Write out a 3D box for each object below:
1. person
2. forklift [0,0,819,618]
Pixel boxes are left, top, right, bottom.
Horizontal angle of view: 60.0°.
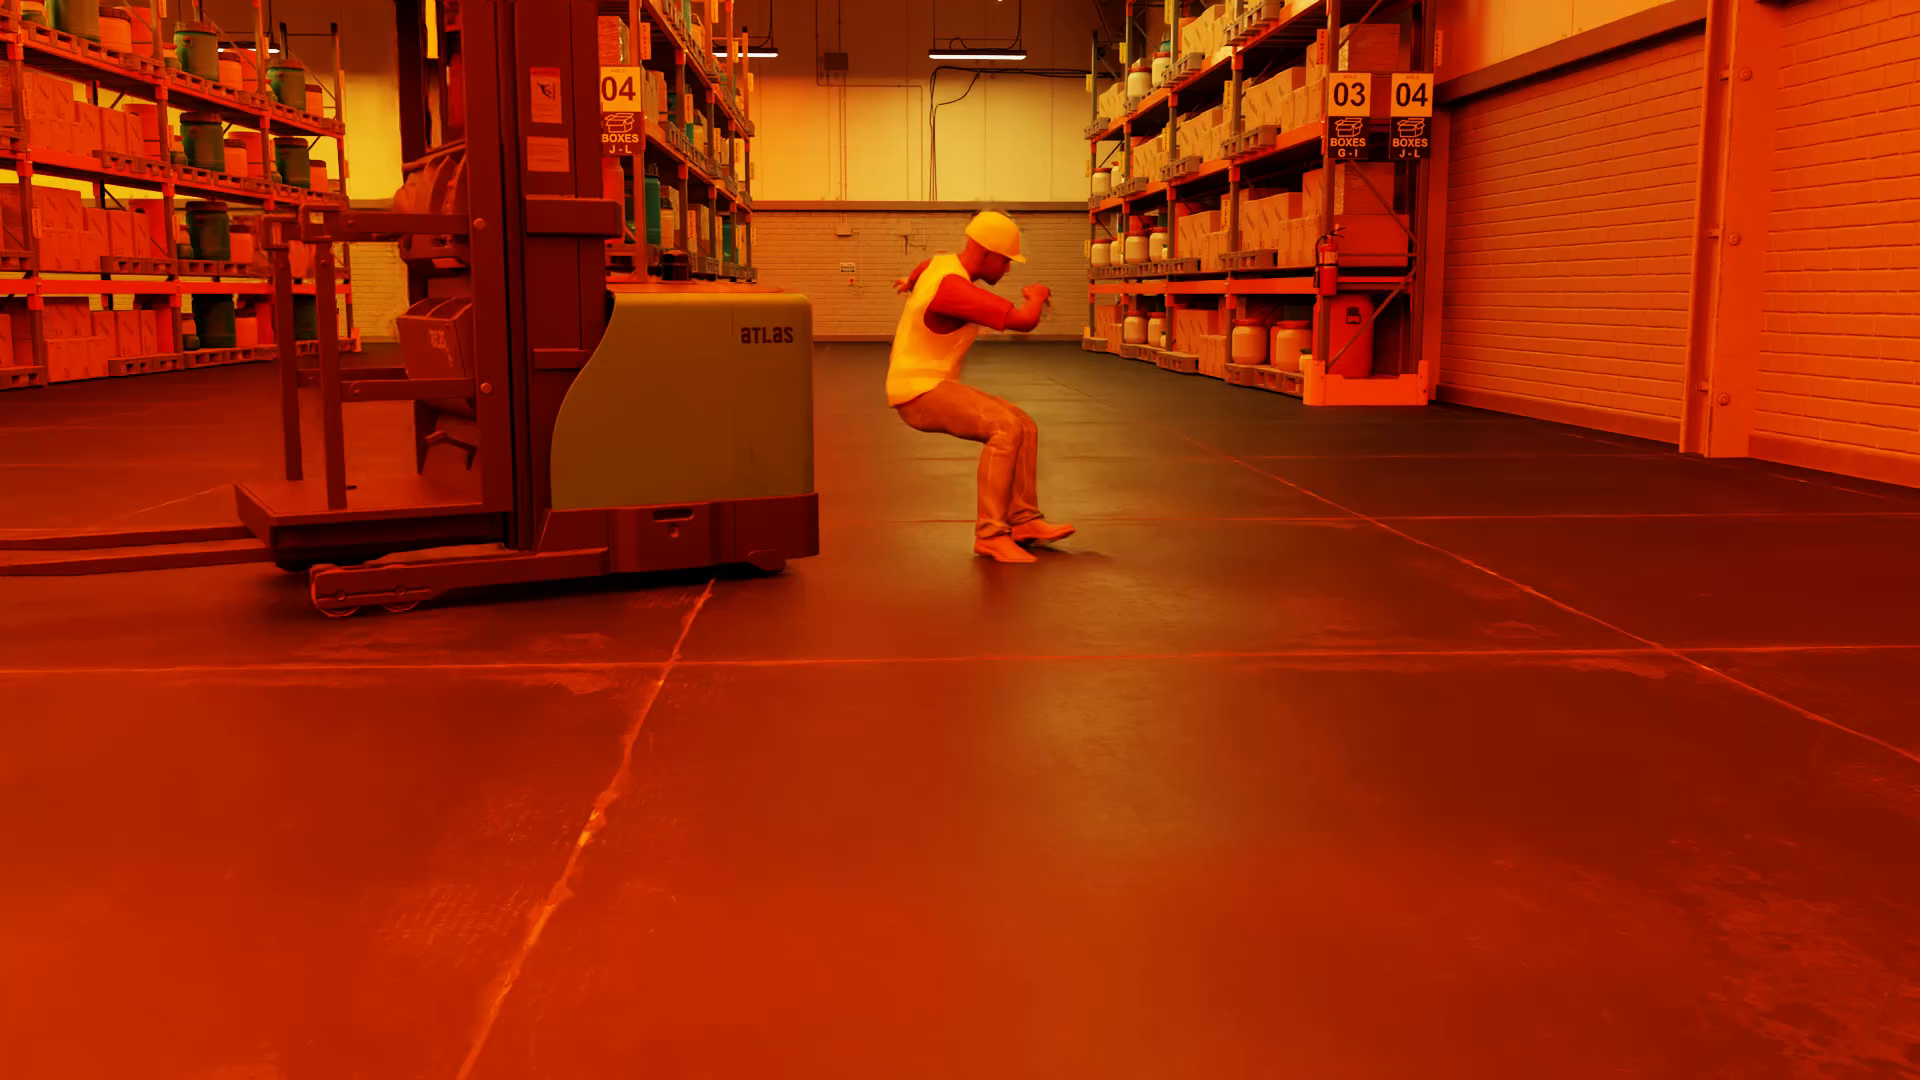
[{"bbox_3d":[0.078,-0.692,7.264,0.849,1.438,1.335,0,8,3],"label":"person"},{"bbox_3d":[-2.087,-1.278,5.936,3.031,2.935,1.130,-5,10,-29],"label":"forklift"}]
